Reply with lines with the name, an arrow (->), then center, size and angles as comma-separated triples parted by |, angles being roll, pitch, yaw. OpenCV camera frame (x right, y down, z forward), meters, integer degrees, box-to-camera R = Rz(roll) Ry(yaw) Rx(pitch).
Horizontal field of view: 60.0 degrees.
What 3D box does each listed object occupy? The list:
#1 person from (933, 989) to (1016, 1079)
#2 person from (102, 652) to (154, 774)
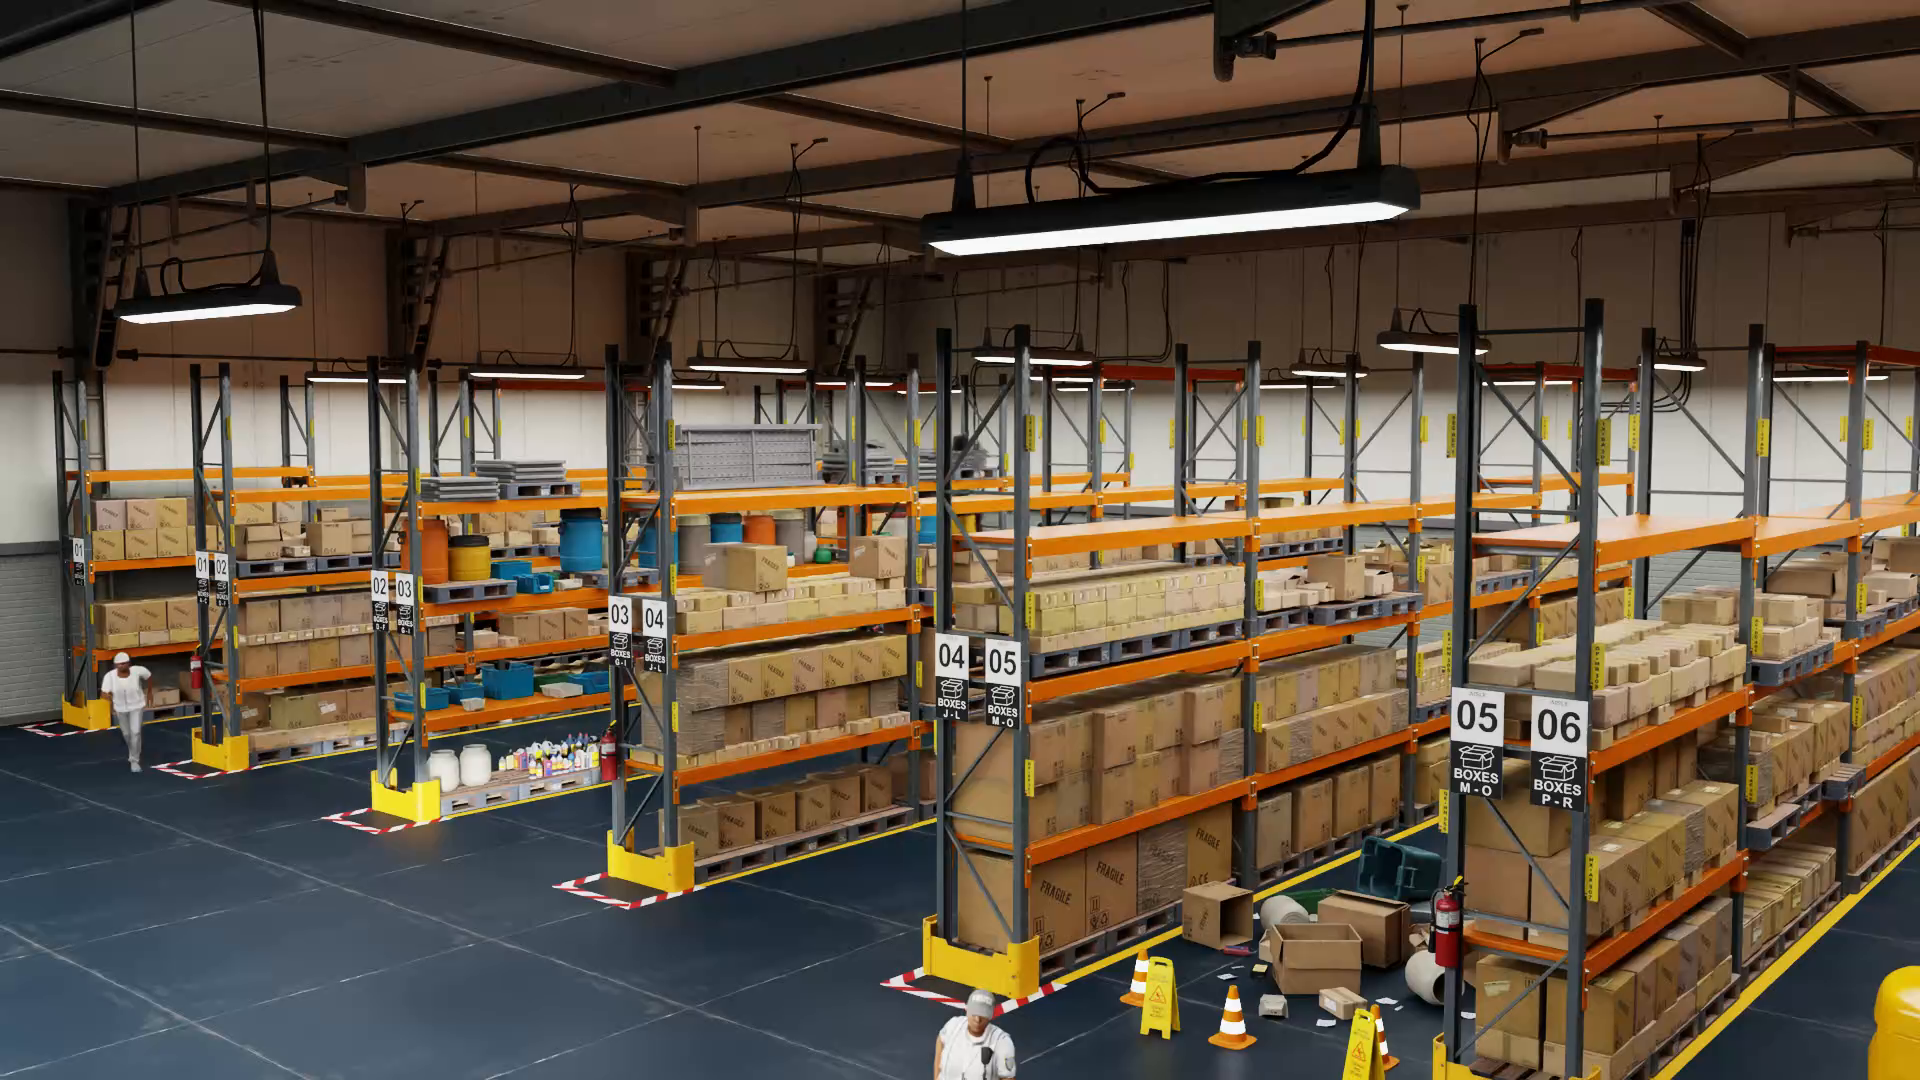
person -> -0.001, 3.591, 10.480 | 0.753, 1.624, 0.762 | 1, 4, 15
person -> -12.338, 2.517, 24.660 | 0.633, 1.757, 0.986 | -1, 4, -12
